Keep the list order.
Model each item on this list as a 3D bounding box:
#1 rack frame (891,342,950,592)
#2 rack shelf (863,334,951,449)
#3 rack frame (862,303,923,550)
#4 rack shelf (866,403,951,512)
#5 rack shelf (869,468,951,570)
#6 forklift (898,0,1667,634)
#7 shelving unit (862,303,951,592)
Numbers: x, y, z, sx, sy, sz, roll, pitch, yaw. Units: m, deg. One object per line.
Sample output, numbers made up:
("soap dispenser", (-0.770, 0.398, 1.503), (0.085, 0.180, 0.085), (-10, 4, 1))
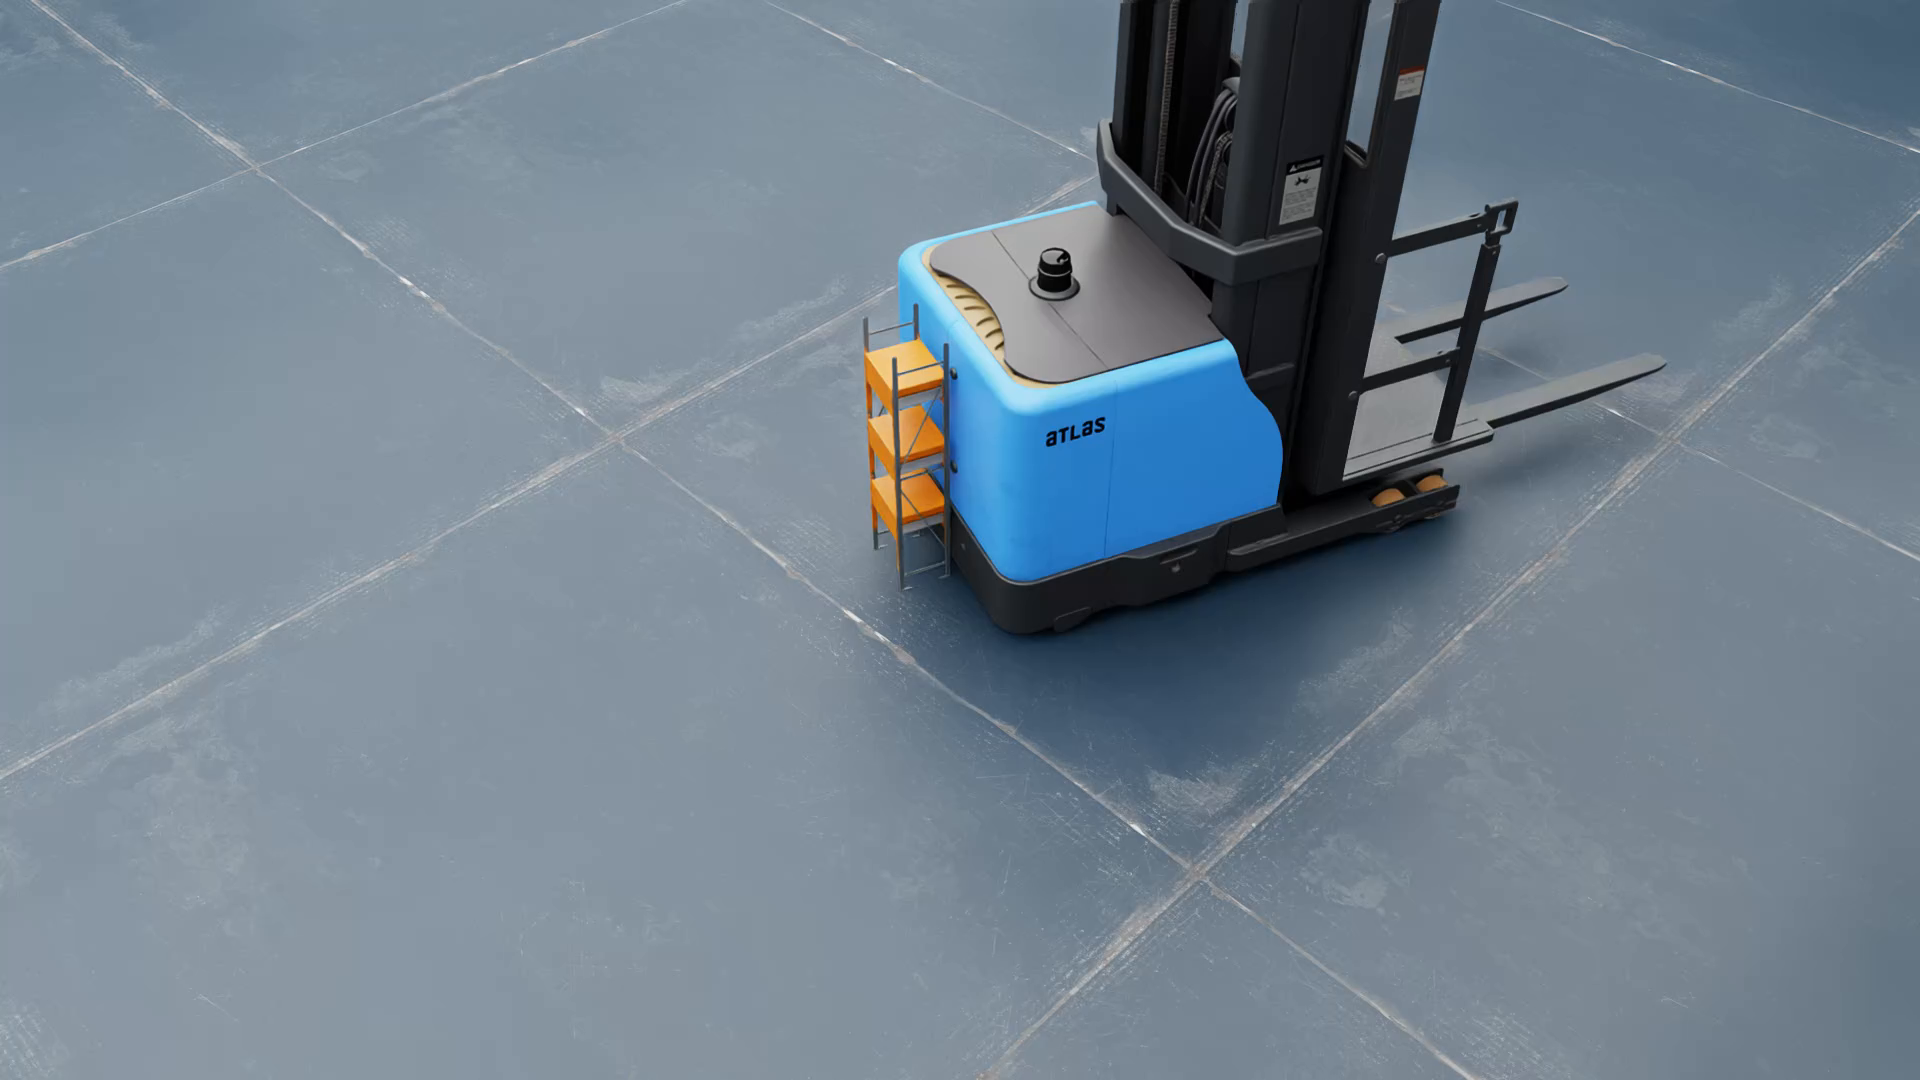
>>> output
("rack frame", (-0.128, -0.227, 5.722), (0.200, 1.050, 0.008), (-17, 46, -18))
("rack shelf", (-0.179, -0.503, 5.618), (0.215, 0.259, 0.240), (-17, 46, -18))
("rack frame", (-0.231, -0.377, 5.885), (0.200, 1.050, 0.008), (-17, 46, -18))
("rack shelf", (-0.179, -0.294, 5.810), (0.215, 0.259, 0.240), (-17, 46, -18))
("rack shelf", (-0.179, -0.090, 5.999), (0.215, 0.259, 0.240), (-17, 46, -18))
("forklift", (1.333, -1.416, 5.623), (3.031, 2.935, 1.130), (-17, 45, -17))
("shelving unit", (-0.179, -0.302, 5.803), (0.215, 1.050, 0.252), (-17, 46, -18))
